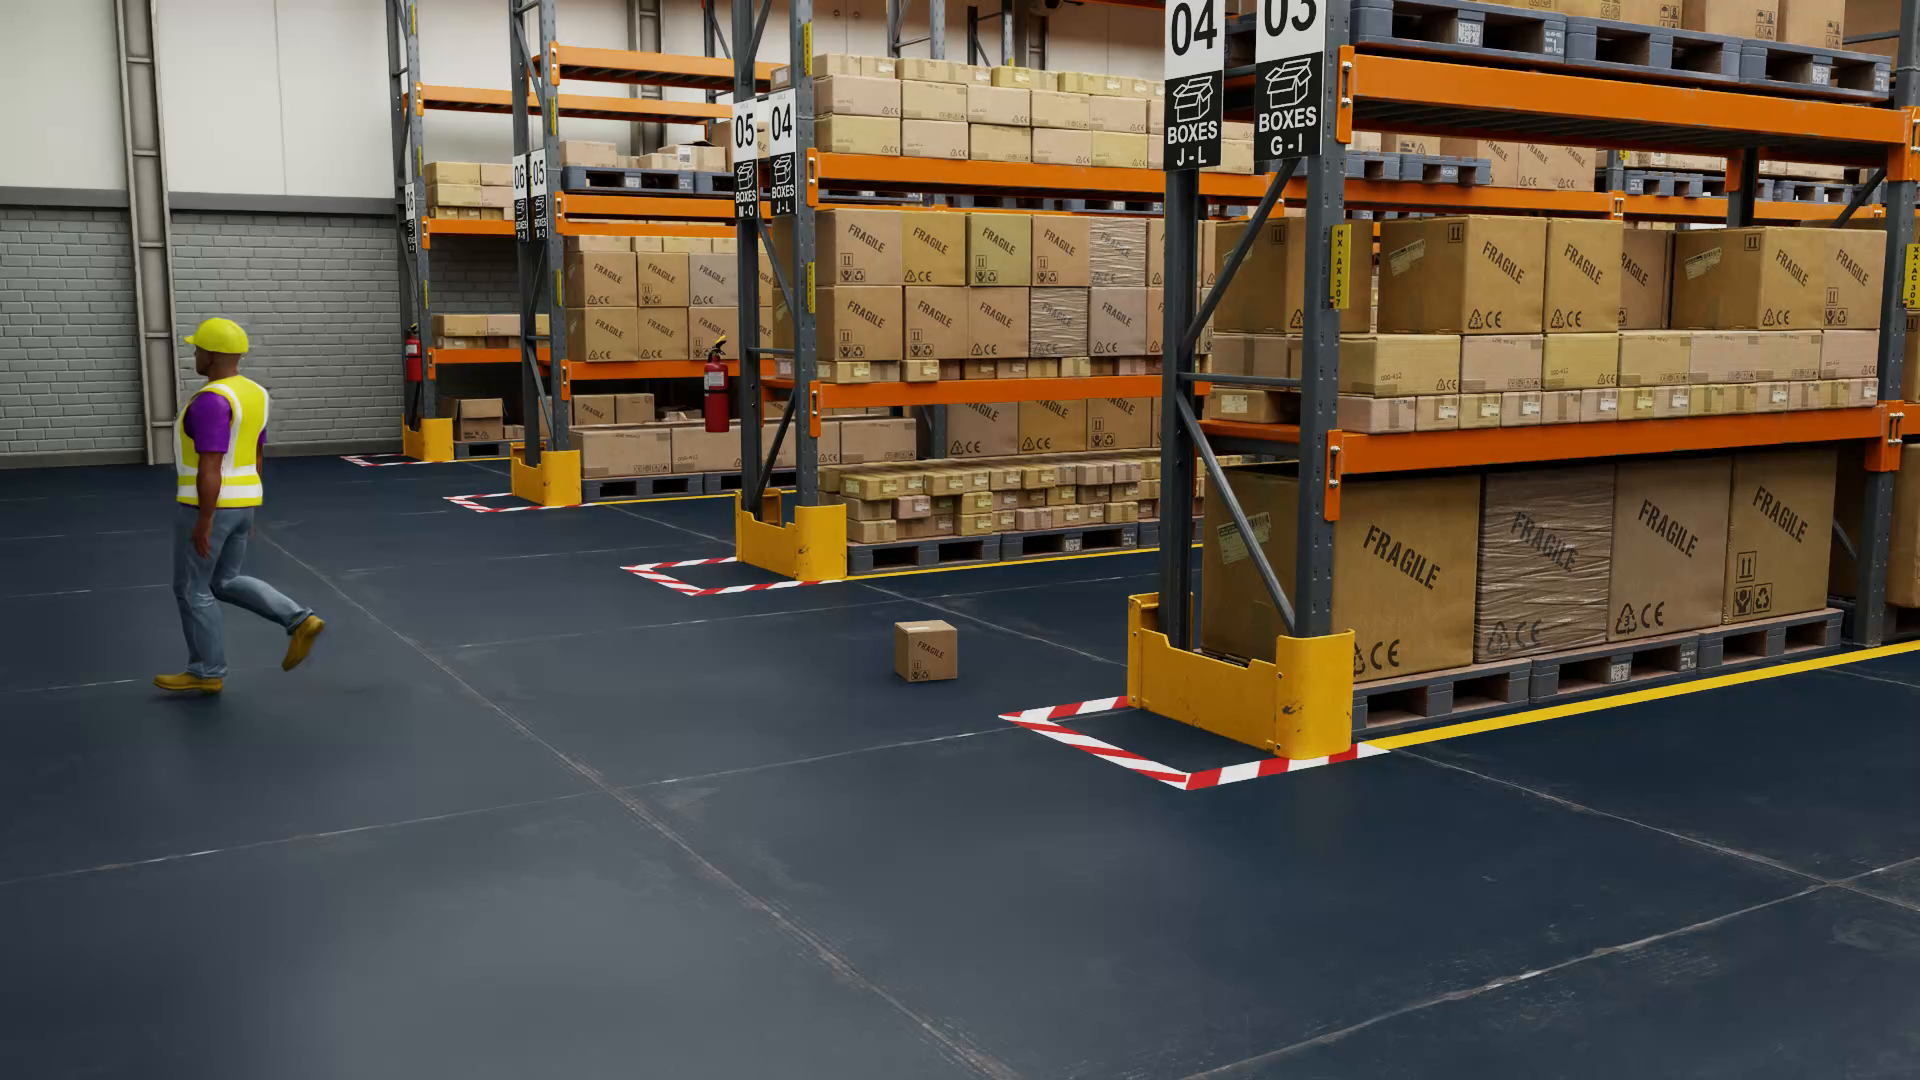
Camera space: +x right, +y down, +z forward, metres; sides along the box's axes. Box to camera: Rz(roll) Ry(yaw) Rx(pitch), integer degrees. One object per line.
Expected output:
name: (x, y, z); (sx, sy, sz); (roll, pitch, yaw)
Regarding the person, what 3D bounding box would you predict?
person: (-3.427, -0.161, 7.796); (0.738, 1.748, 0.589); (0, 8, 1)
